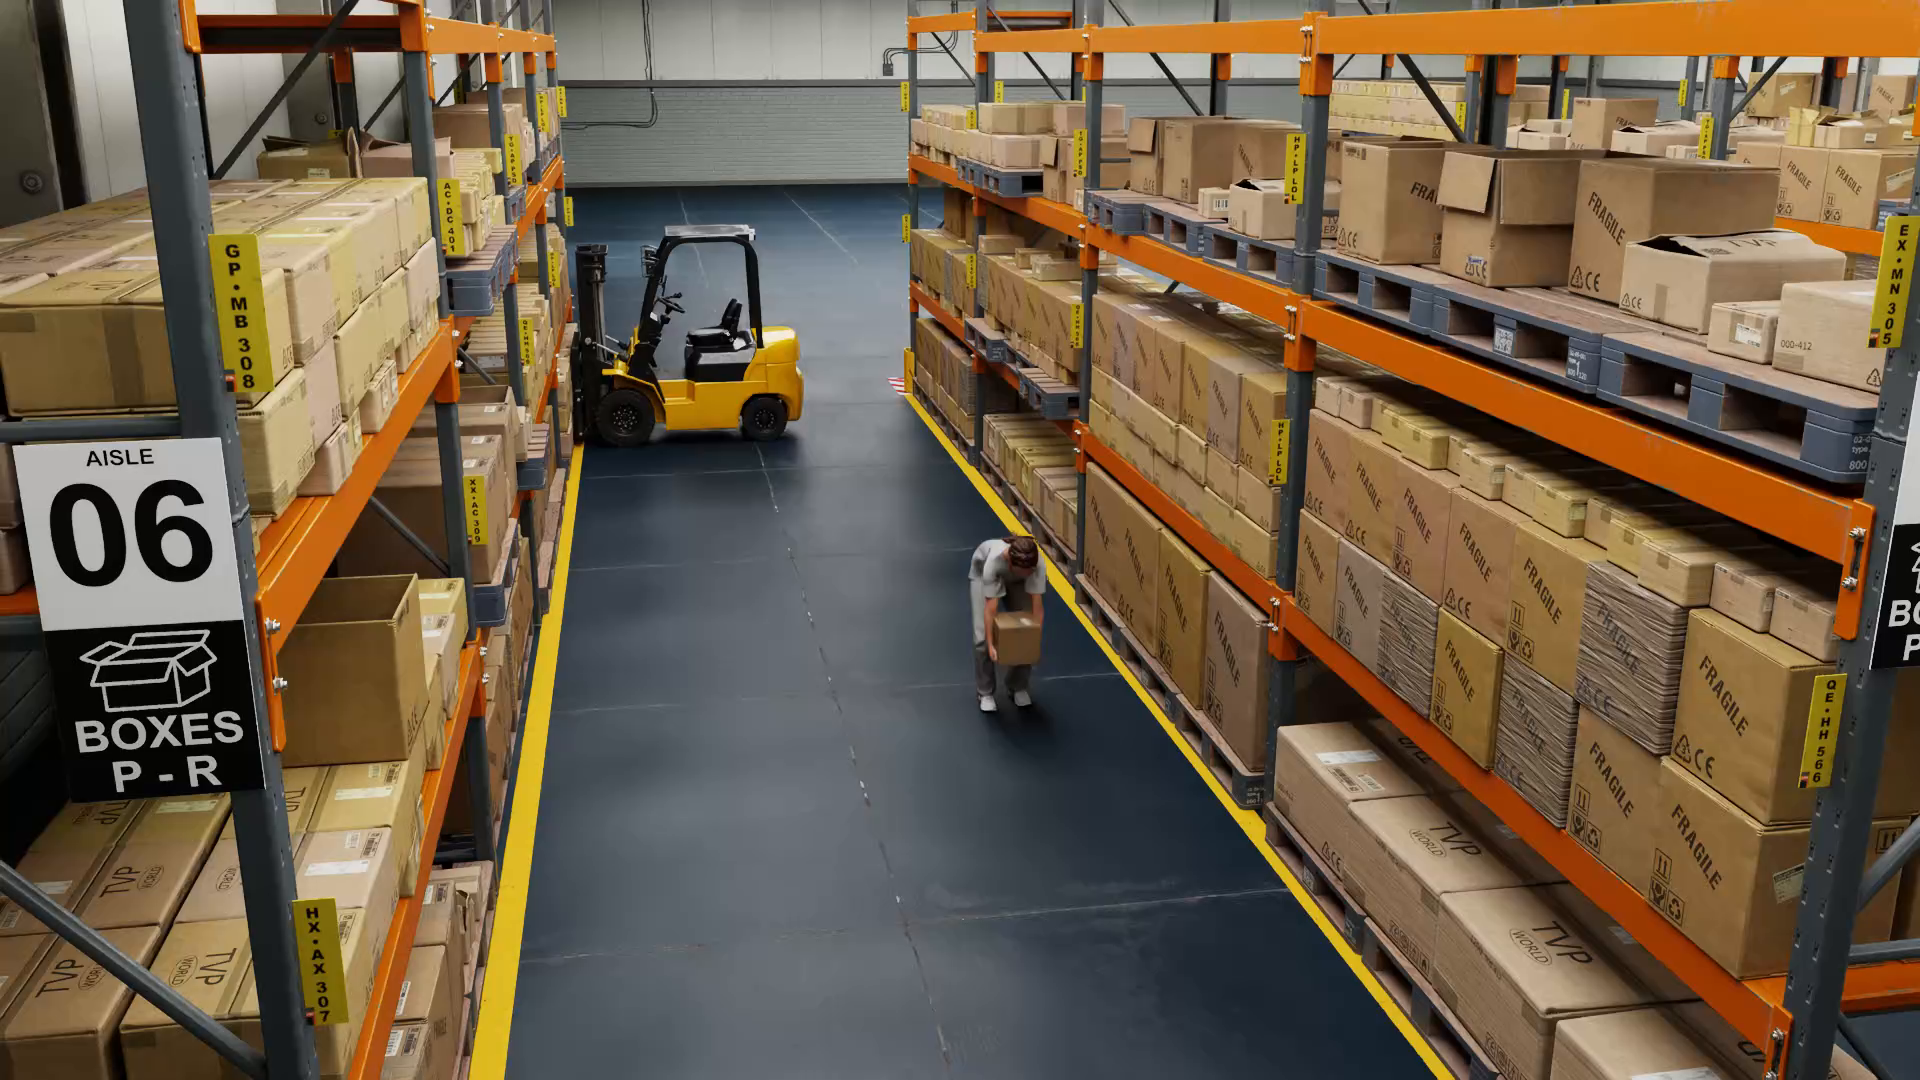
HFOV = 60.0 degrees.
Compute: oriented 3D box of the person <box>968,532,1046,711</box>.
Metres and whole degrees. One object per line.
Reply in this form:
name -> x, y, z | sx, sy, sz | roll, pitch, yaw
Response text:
person -> 0.305, 0.491, 10.191 | 0.428, 1.217, 0.836 | -4, 17, -13
